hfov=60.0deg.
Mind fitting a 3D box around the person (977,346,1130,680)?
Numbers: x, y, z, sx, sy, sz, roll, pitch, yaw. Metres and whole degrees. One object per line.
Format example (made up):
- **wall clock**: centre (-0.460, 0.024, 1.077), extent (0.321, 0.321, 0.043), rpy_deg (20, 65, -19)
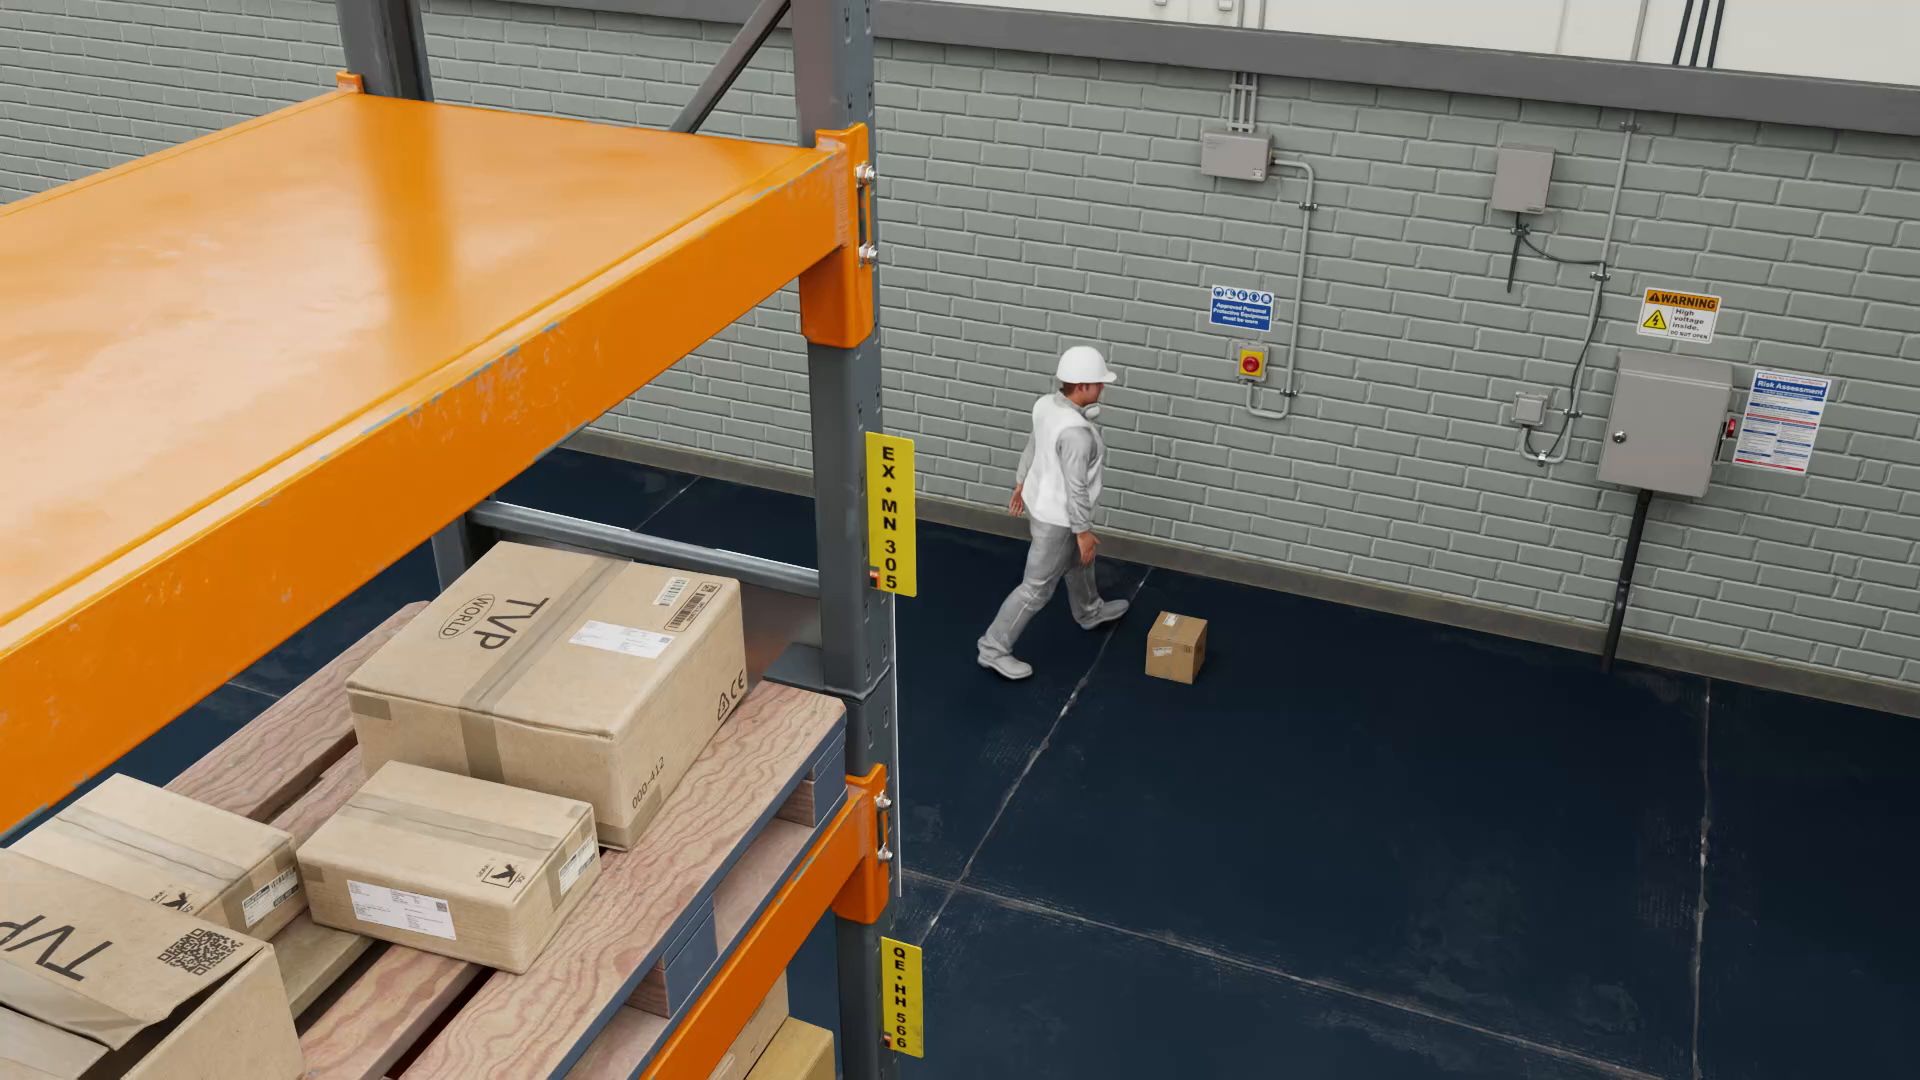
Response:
- **person**: centre (0.522, -0.164, 8.406), extent (0.924, 1.735, 0.611), rpy_deg (-6, 30, -10)
